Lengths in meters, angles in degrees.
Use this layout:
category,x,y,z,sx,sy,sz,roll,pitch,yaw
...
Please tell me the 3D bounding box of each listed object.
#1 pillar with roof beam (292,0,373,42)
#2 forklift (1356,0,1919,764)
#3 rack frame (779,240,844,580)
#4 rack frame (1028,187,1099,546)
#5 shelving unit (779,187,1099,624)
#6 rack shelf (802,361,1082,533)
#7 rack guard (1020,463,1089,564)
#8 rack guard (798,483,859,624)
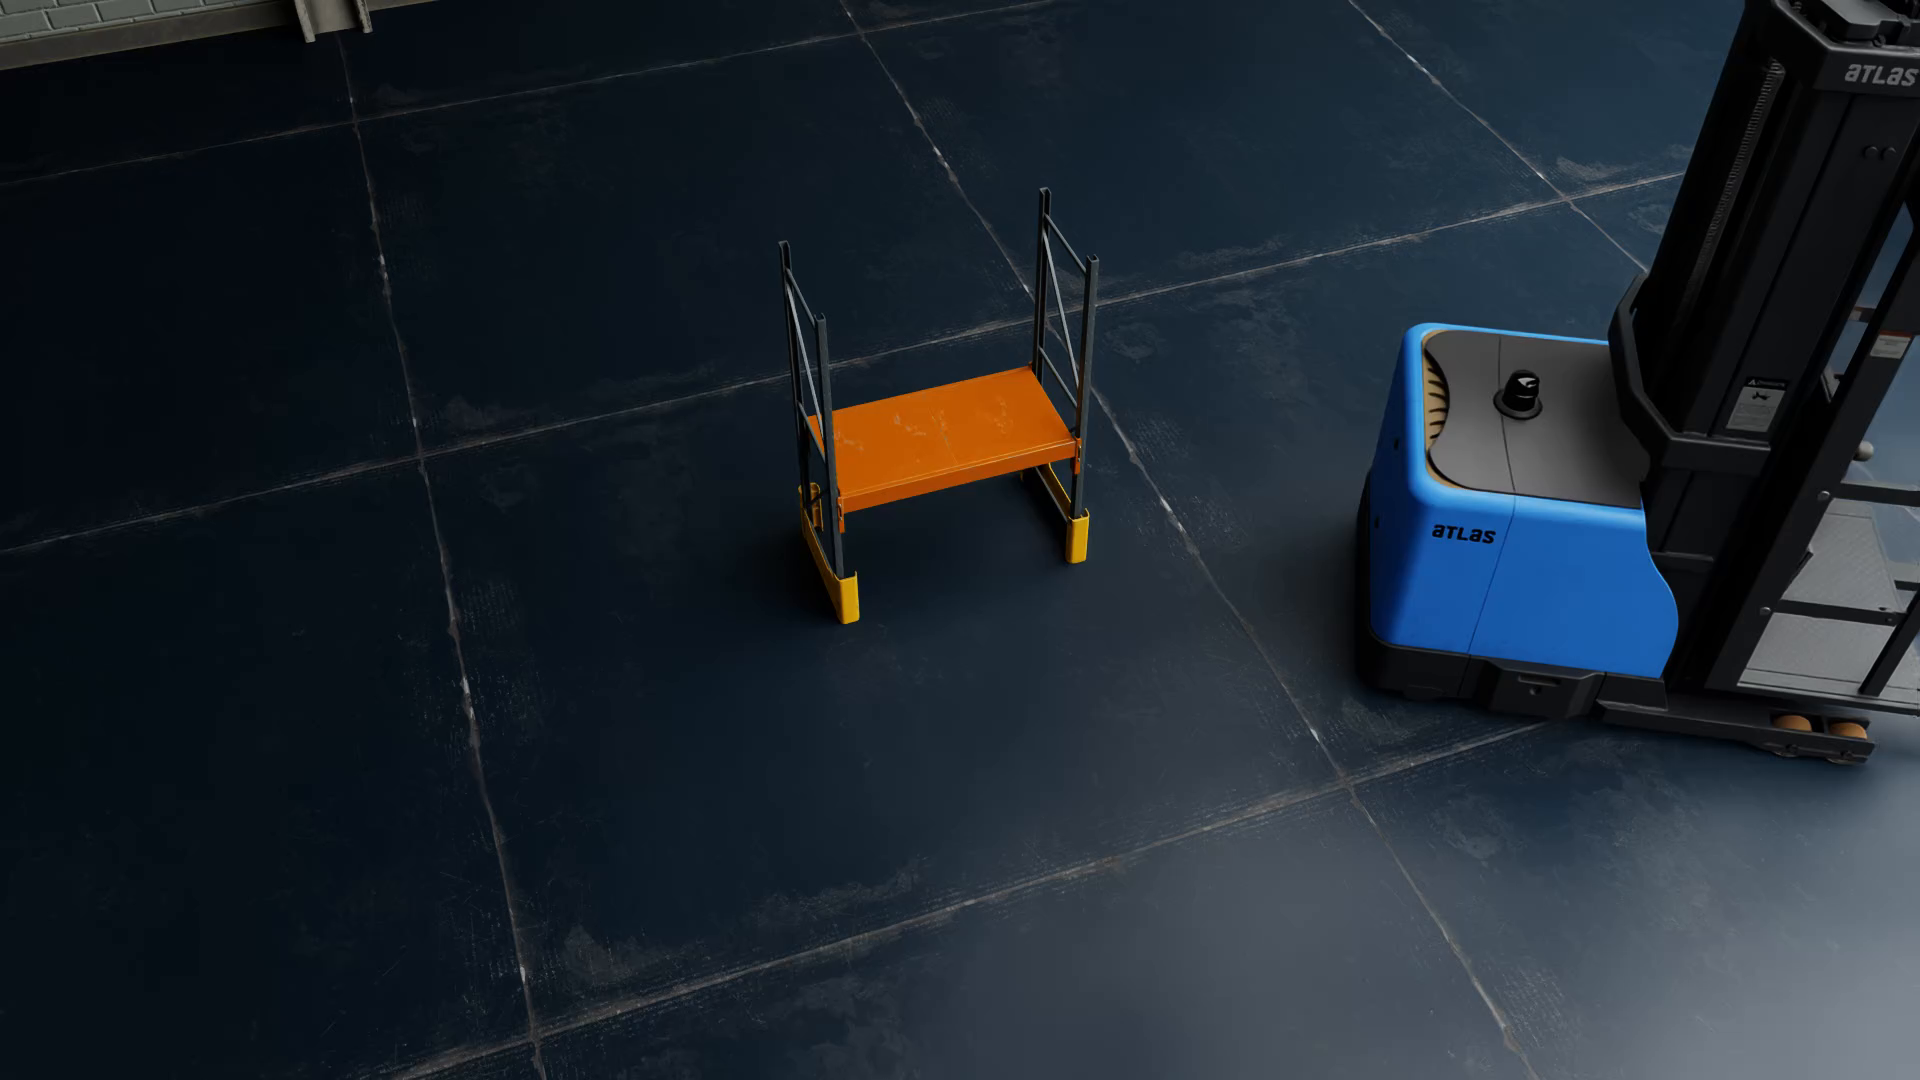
category,x,y,z,sx,sy,sz,roll,pitch,yaw
pillar with roof beam,-2.364,-3.467,4.162,0.400,9.000,9.100,-14,47,-14
forklift,3.106,-0.607,5.595,3.031,2.935,1.130,7,46,7
rack frame,-0.558,-0.387,6.386,0.032,1.500,0.500,-14,47,-14
rack frame,0.398,-0.631,6.629,0.032,1.500,0.500,-14,47,-14
shelving unit,-0.072,-0.511,6.510,1.083,1.500,0.587,-14,47,-14
rack shelf,-0.080,-0.382,6.635,1.000,0.185,0.538,-14,47,-14
rack guard,0.397,-0.190,7.072,0.087,0.250,0.587,-14,47,-14
rack guard,-0.540,0.050,6.833,0.087,0.250,0.587,-14,47,-14
